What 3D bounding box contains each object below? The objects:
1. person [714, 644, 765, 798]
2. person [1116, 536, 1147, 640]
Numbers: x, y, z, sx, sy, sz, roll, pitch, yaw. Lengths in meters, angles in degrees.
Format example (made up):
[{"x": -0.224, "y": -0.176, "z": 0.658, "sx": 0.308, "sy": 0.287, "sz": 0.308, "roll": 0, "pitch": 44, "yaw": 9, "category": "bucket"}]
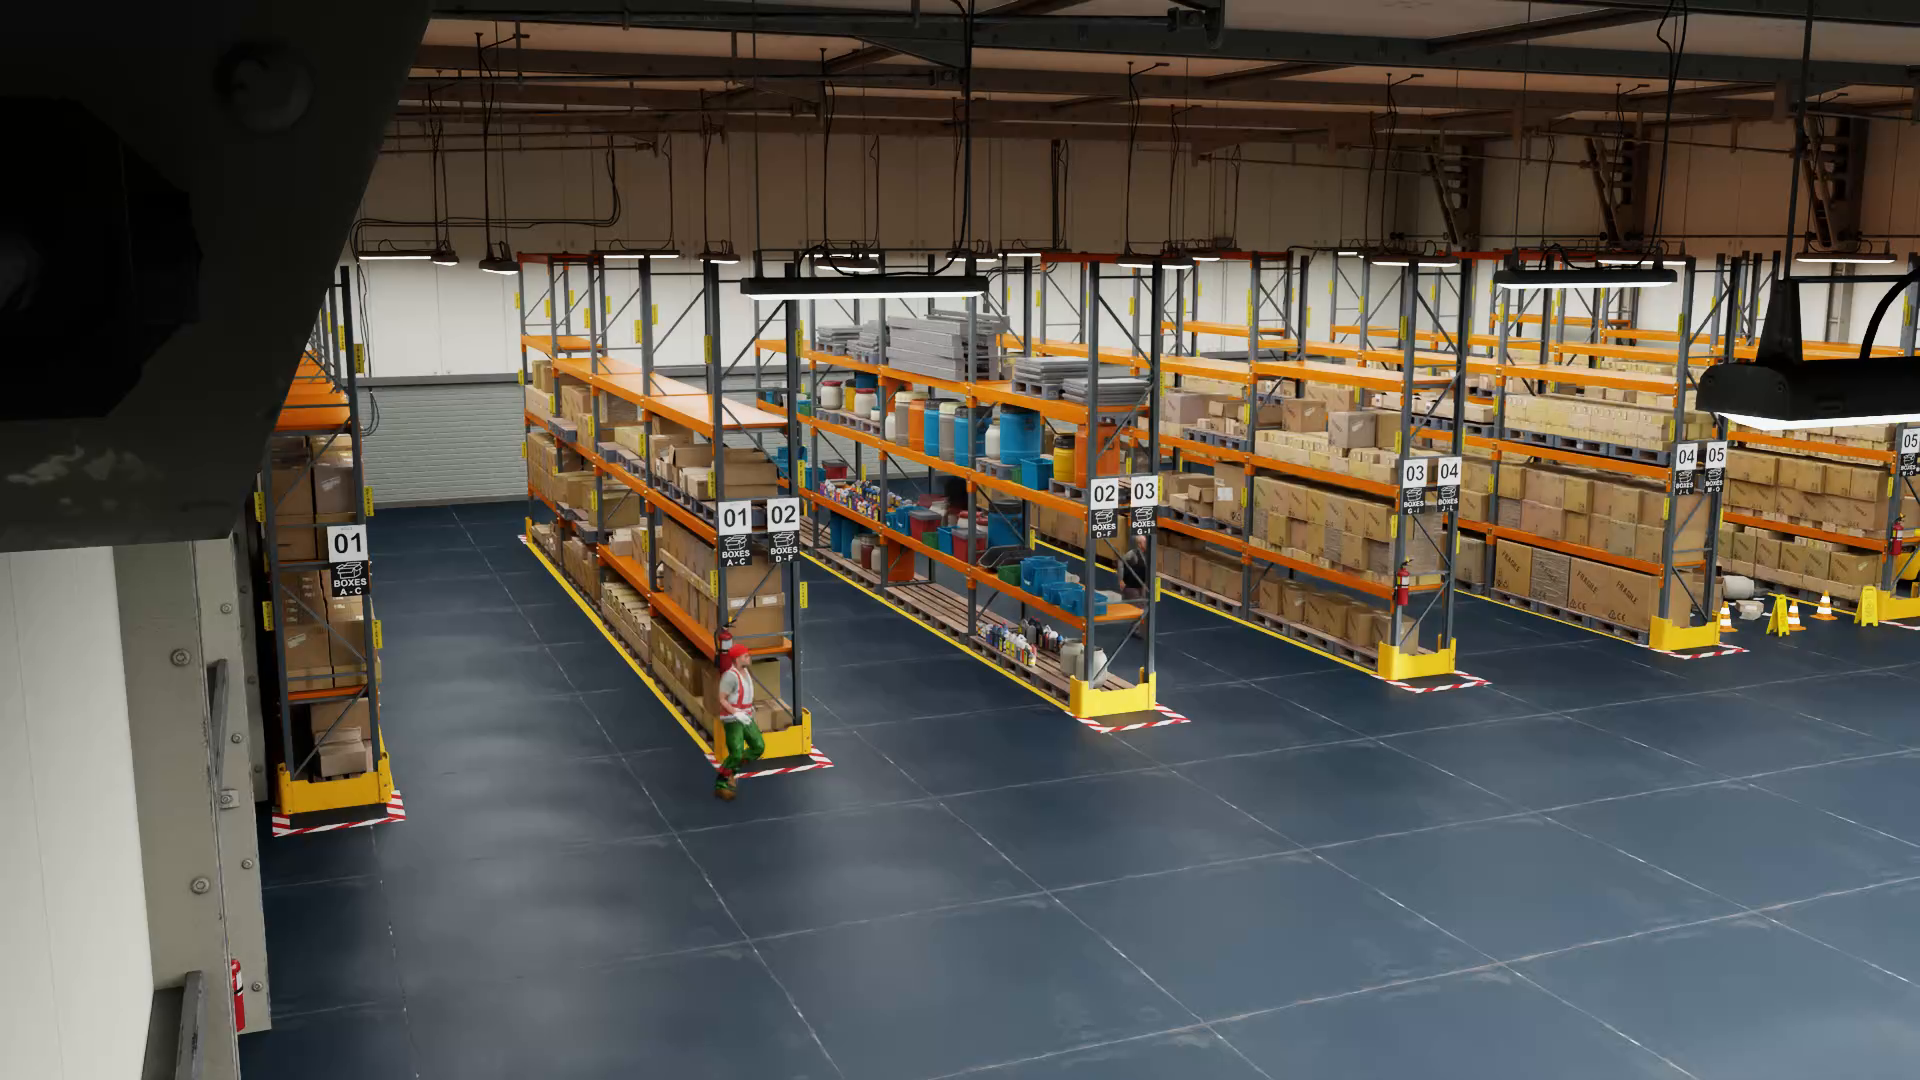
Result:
[{"x": -2.493, "y": 2.046, "z": 19.048, "sx": 0.524, "sy": 1.720, "sz": 0.718, "roll": 4, "pitch": 11, "yaw": 21, "category": "person"}, {"x": 2.786, "y": 0.747, "z": 26.424, "sx": 0.690, "sy": 1.681, "sz": 0.694, "roll": -8, "pitch": 13, "yaw": -39, "category": "person"}]
